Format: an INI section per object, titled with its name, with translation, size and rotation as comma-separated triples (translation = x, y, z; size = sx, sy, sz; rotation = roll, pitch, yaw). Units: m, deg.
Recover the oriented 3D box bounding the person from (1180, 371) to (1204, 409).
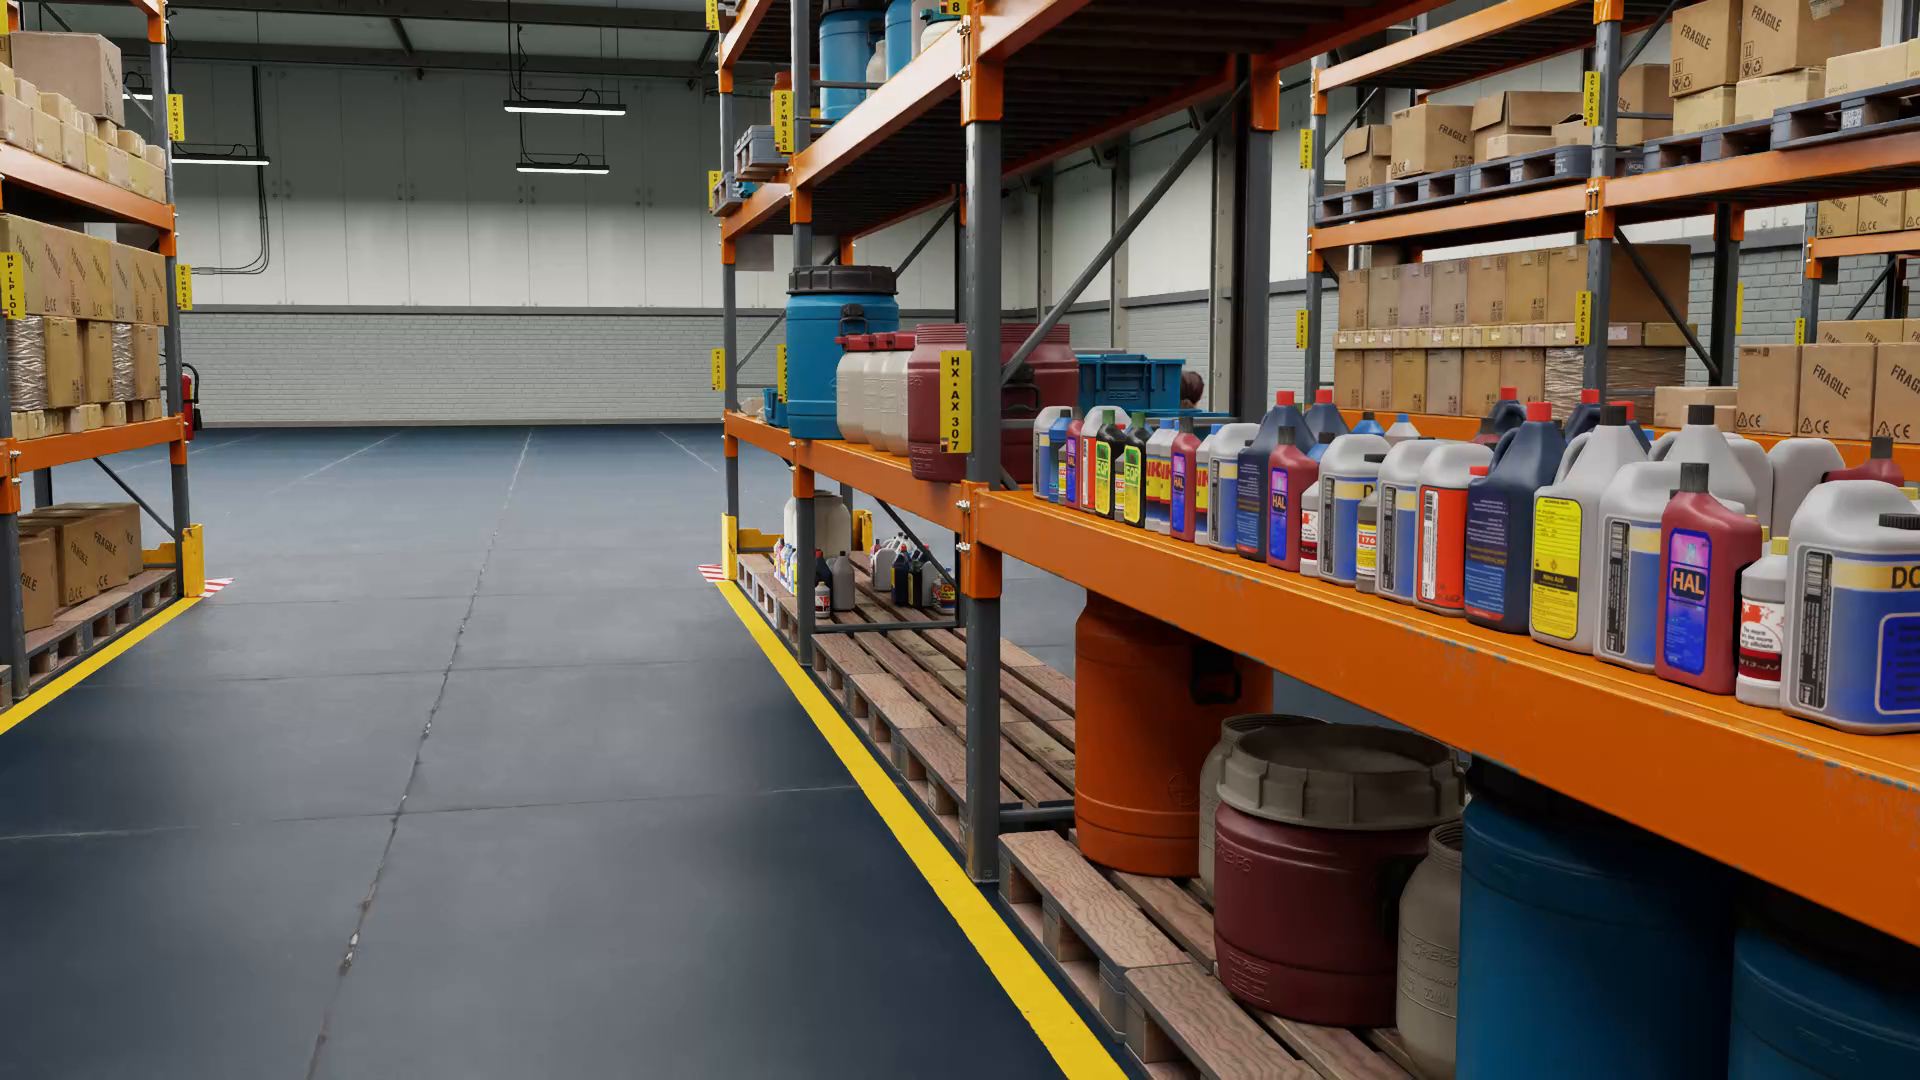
[person]
translation = 1.380, -0.229, 10.272
size = 0.473, 1.619, 1.028
rotation = 2, 6, 17
